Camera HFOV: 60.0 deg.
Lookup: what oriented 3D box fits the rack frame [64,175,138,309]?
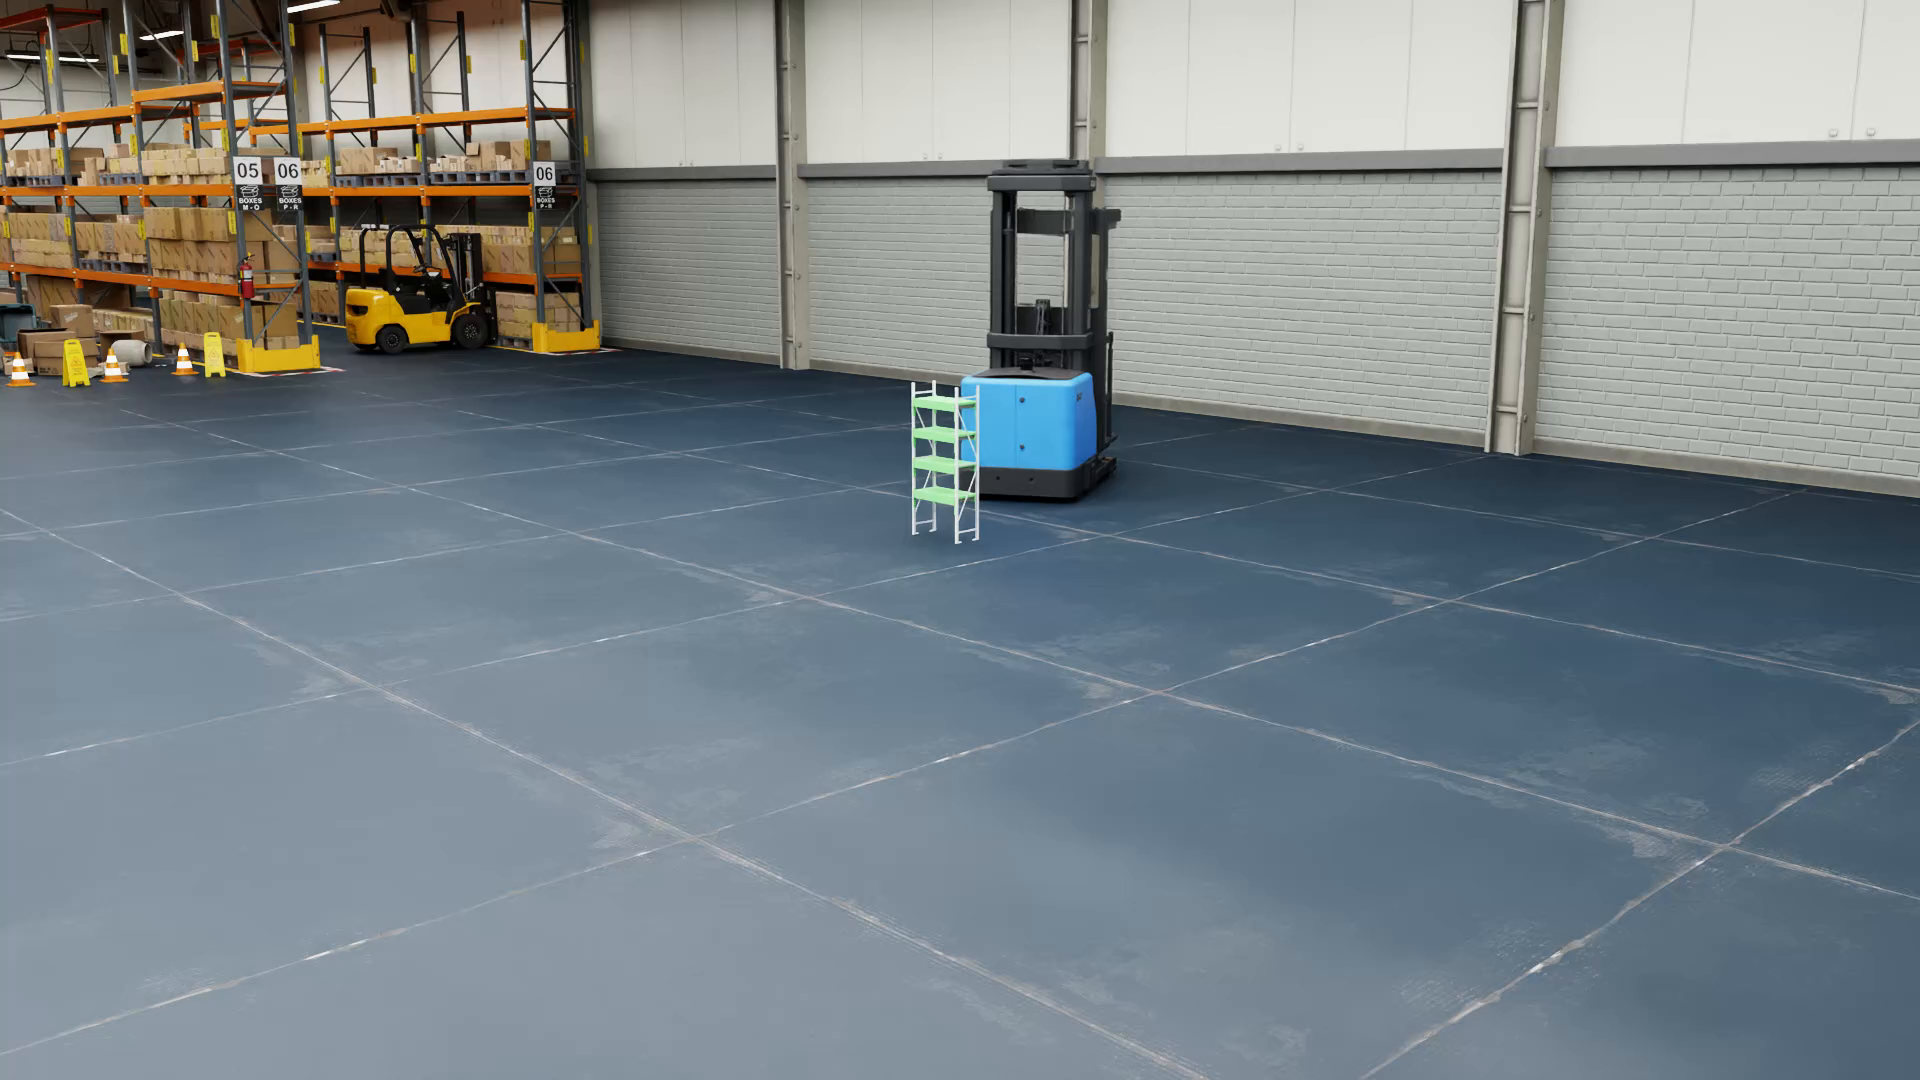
[{"bbox_3d":[-15.983,-5.262,31.019,1.000,3.000,0.127,-11,16,-43],"label":"rack frame"}]

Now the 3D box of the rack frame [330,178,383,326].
[{"bbox_3d":[-12.395,-5.954,34.379,1.000,3.000,0.127,-11,16,-43],"label":"rack frame"}]

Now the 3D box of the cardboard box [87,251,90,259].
[{"bbox_3d":[-15.722,-5.226,30.423,0.250,0.149,0.380,11,16,42],"label":"cardboard box"}]

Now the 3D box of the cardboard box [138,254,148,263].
[{"bbox_3d":[-13.775,-4.798,28.347,0.380,0.149,0.250,-11,16,-42],"label":"cardboard box"}]

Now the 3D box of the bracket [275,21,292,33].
[{"bbox_3d":[-14.957,-11.357,36.813,0.235,0.232,0.430,-11,16,-43],"label":"bracket"}]

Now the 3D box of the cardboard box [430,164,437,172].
[{"bbox_3d":[-9.543,-6.864,30.693,0.380,0.149,0.250,-10,16,-41],"label":"cardboard box"}]

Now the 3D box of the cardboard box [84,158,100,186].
[{"bbox_3d":[-15.335,-6.641,30.028,0.700,0.500,0.500,-11,16,-43],"label":"cardboard box"}]

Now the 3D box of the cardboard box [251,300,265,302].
[{"bbox_3d":[-11.536,-3.631,27.015,0.500,0.500,0.500,-10,16,-41],"label":"cardboard box"}]

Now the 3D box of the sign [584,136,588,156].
[{"bbox_3d":[-6.465,-6.799,28.685,0.100,0.325,0.005,-11,16,-43],"label":"sign"}]

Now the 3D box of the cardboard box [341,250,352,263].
[{"bbox_3d":[-12.265,-5.782,33.915,0.500,0.250,0.500,-11,16,-42],"label":"cardboard box"}]

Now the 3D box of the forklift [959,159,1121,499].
[{"bbox_3d":[0.879,-2.047,15.584,1.130,2.935,3.031,3,12,15],"label":"forklift"}]

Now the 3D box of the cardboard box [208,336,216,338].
[{"bbox_3d":[-11.563,-3.111,26.350,0.500,0.250,0.500,-11,16,-42],"label":"cardboard box"}]

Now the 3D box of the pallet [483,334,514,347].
[{"bbox_3d":[-8.267,-3.705,30.371,1.003,0.211,1.213,-11,16,-43],"label":"pallet"}]

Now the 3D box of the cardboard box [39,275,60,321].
[{"bbox_3d":[-17.629,-4.801,33.005,0.875,0.875,0.875,-10,15,-41],"label":"cardboard box"}]

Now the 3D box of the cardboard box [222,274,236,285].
[{"bbox_3d":[-11.126,-4.018,25.602,0.380,0.149,0.250,-11,16,-43],"label":"cardboard box"}]

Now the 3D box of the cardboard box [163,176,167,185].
[{"bbox_3d":[-12.791,-5.878,27.198,0.380,0.149,0.250,-11,16,-43],"label":"cardboard box"}]

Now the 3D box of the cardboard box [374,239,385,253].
[{"bbox_3d":[-11.201,-5.804,32.781,0.500,0.250,0.500,-11,16,-42],"label":"cardboard box"}]

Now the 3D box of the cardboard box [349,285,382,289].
[{"bbox_3d":[-11.974,-4.904,34.125,0.875,0.625,0.625,-10,15,-41],"label":"cardboard box"}]

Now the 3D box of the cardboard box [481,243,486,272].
[{"bbox_3d":[-8.461,-5.095,29.958,0.500,0.500,0.500,-11,16,-42],"label":"cardboard box"}]

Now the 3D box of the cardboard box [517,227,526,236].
[{"bbox_3d":[-7.463,-5.354,28.872,0.380,0.149,0.250,-11,16,-42],"label":"cardboard box"}]

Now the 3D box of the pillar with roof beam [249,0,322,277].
[{"bbox_3d":[-18.100,-9.104,34.798,9.100,9.000,0.548,-11,16,-43],"label":"pillar with roof beam"}]

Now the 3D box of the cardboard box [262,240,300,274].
[{"bbox_3d":[-10.584,-4.397,25.835,0.500,0.500,0.500,-11,16,-43],"label":"cardboard box"}]

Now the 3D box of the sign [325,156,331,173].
[{"bbox_3d":[-12.789,-7.601,33.659,0.100,0.325,0.005,-11,16,-43],"label":"sign"}]

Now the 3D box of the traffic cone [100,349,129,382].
[{"bbox_3d":[-12.256,-2.531,24.049,0.336,0.463,0.334,-11,16,-43],"label":"traffic cone"}]

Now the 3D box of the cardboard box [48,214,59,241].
[{"bbox_3d":[-16.889,-5.914,31.455,0.500,0.500,0.500,-11,16,-42],"label":"cardboard box"}]

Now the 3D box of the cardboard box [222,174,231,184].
[{"bbox_3d":[-10.907,-5.454,25.139,0.380,0.149,0.250,-11,16,-42],"label":"cardboard box"}]

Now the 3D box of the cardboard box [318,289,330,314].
[{"bbox_3d":[-13.181,-5.042,35.105,0.500,0.500,0.500,-11,16,-43],"label":"cardboard box"}]

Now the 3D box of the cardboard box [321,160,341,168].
[{"bbox_3d":[-12.847,-7.700,34.065,0.380,0.149,0.250,-10,15,-41],"label":"cardboard box"}]

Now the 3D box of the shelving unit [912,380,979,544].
[{"bbox_3d":[-0.114,-0.612,12.908,0.258,1.200,0.503,-11,16,-43],"label":"shelving unit"}]

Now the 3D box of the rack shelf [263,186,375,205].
[{"bbox_3d":[-13.776,-7.363,35.566,1.077,0.370,4.000,-11,16,-43],"label":"rack shelf"}]

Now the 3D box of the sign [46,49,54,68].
[{"bbox_3d":[-16.381,-8.658,29.926,0.100,0.325,0.005,-11,16,-43],"label":"sign"}]

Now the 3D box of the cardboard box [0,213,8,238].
[{"bbox_3d":[-19.270,-6.415,33.889,0.500,0.500,0.500,-11,16,-43],"label":"cardboard box"}]

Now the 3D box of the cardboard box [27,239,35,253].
[{"bbox_3d":[-17.935,-5.764,32.589,0.500,0.250,0.500,-11,16,-42],"label":"cardboard box"}]

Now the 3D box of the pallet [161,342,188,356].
[{"bbox_3d":[-12.731,-3.220,28.015,1.003,0.211,1.213,-11,16,-43],"label":"pallet"}]

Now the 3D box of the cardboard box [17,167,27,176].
[{"bbox_3d":[-18.124,-7.173,32.398,0.250,0.166,0.380,10,16,41],"label":"cardboard box"}]

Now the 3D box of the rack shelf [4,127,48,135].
[{"bbox_3d":[-20.126,-8.528,34.777,1.077,0.370,4.000,-11,16,-43],"label":"rack shelf"}]

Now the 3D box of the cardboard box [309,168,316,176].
[{"bbox_3d":[-13.345,-7.676,34.687,0.380,0.149,0.250,-11,16,-43],"label":"cardboard box"}]

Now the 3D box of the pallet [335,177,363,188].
[{"bbox_3d":[-11.862,-7.244,33.675,1.213,0.211,1.003,-10,15,-40],"label":"pallet"}]

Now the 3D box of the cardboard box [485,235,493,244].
[{"bbox_3d":[-8.216,-5.349,29.585,0.380,0.149,0.250,-11,16,-42],"label":"cardboard box"}]

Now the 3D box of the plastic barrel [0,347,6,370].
[{"bbox_3d":[-14.838,-2.760,25.260,0.512,0.421,0.421,-1,12,-4],"label":"plastic barrel"}]

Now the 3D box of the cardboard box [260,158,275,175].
[{"bbox_3d":[-10.612,-5.747,25.571,0.500,0.250,0.500,-11,16,-44],"label":"cardboard box"}]

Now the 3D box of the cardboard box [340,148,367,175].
[{"bbox_3d":[-12.071,-7.587,33.336,0.500,0.500,0.500,-11,16,-42],"label":"cardboard box"}]

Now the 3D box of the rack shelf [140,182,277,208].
[{"bbox_3d":[-11.839,-5.503,26.539,1.077,0.370,4.000,-11,16,-43],"label":"rack shelf"}]

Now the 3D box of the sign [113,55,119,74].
[{"bbox_3d":[-15.597,-8.774,30.686,0.100,0.325,0.005,-11,16,-43],"label":"sign"}]

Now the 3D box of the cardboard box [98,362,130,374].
[{"bbox_3d":[-12.824,-2.608,25.202,0.380,0.149,0.250,-3,12,-13],"label":"cardboard box"}]

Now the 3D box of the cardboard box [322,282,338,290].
[{"bbox_3d":[-13.130,-5.326,34.875,0.250,0.149,0.380,11,16,42],"label":"cardboard box"}]

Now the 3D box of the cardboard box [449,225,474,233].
[{"bbox_3d":[-9.199,-5.734,30.715,0.380,0.149,0.250,-11,16,-44],"label":"cardboard box"}]

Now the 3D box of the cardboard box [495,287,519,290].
[{"bbox_3d":[-8.453,-4.527,30.746,0.500,0.250,0.500,-11,16,-42],"label":"cardboard box"}]

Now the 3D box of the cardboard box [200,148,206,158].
[{"bbox_3d":[-11.546,-5.998,25.804,0.380,0.149,0.250,-11,16,-43],"label":"cardboard box"}]

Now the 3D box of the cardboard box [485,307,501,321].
[{"bbox_3d":[-8.143,-4.065,29.744,0.500,0.250,0.500,-11,16,-44],"label":"cardboard box"}]
